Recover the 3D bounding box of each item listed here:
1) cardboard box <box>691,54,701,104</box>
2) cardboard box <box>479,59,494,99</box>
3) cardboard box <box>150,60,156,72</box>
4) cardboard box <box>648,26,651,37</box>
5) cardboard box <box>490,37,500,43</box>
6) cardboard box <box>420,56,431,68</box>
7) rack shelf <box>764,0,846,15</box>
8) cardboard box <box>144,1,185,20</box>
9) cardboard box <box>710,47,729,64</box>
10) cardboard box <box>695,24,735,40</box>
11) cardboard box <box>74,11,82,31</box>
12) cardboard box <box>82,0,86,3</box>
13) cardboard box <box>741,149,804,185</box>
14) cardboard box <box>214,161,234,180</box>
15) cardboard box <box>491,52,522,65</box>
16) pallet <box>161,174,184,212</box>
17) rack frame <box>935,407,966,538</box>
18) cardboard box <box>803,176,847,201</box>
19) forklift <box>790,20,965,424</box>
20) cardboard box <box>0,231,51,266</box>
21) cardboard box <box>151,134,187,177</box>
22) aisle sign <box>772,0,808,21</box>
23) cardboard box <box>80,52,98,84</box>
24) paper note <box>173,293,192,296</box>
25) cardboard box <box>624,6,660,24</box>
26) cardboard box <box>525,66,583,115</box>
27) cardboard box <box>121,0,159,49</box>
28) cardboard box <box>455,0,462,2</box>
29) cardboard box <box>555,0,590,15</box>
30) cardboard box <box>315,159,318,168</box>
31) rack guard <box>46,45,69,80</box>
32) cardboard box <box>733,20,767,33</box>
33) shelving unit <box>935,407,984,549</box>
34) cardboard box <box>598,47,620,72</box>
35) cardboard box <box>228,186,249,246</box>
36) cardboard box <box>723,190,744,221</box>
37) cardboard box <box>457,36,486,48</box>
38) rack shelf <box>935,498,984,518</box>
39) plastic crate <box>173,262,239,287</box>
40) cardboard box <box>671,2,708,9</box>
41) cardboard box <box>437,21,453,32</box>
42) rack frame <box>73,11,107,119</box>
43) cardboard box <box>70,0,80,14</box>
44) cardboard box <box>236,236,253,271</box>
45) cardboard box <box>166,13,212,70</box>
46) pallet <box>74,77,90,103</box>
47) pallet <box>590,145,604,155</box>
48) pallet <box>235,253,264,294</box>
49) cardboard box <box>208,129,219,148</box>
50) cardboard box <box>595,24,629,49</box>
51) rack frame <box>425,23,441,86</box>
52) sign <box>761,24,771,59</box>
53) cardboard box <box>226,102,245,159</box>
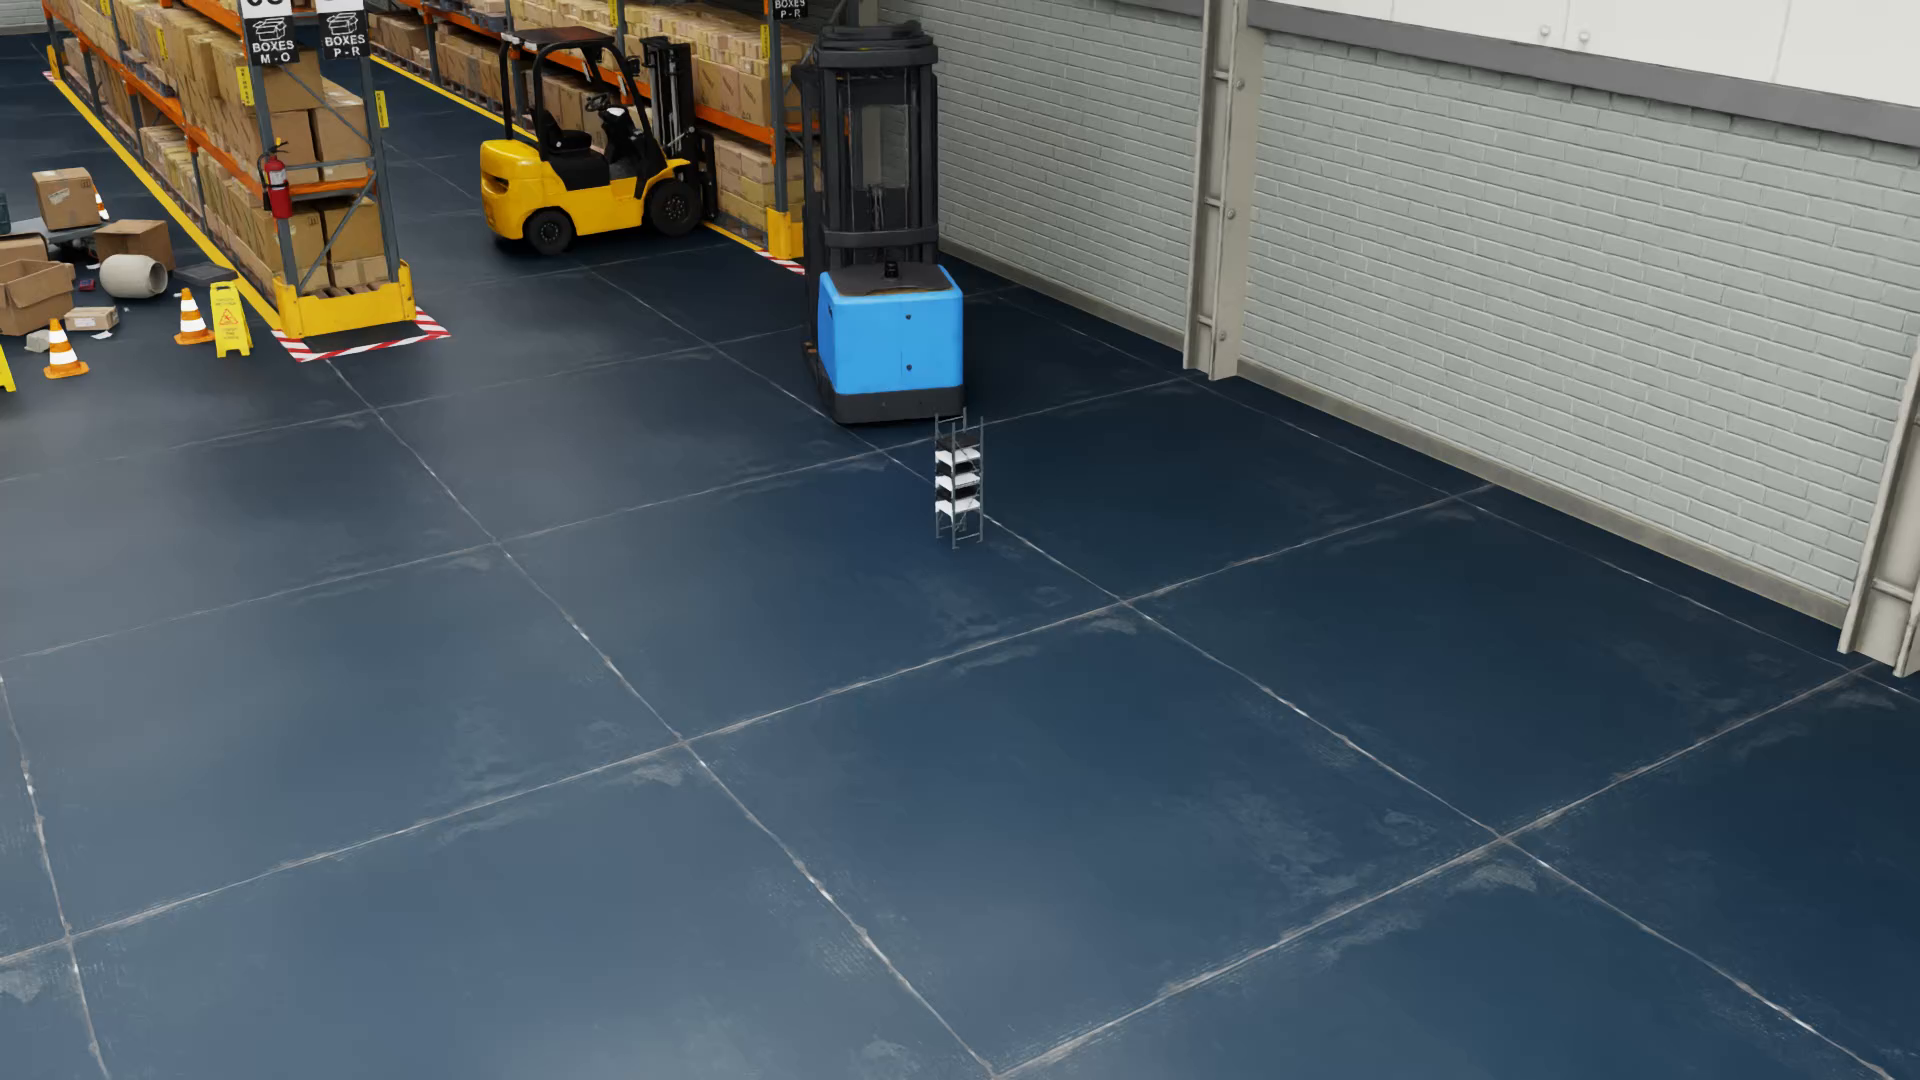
[{"bbox_3d":[-2.817,-5.210,18.654,0.500,0.500,0.500,-15,29,-29],"label":"cardboard box"},{"bbox_3d":[-6.820,-6.891,24.771,0.500,0.500,0.500,-14,29,-27],"label":"cardboard box"},{"bbox_3d":[-9.150,-5.532,19.257,0.380,0.149,0.250,-15,29,-28],"label":"cardboard box"},{"bbox_3d":[-3.411,-5.916,19.392,0.380,0.149,0.250,-16,29,-30],"label":"cardboard box"},{"bbox_3d":[-7.043,-7.708,25.740,0.380,0.149,0.250,-15,29,-28],"label":"cardboard box"},{"bbox_3d":[-8.590,-7.825,27.159,0.380,0.149,0.250,-17,30,-31],"label":"cardboard box"},{"bbox_3d":[-2.581,-6.248,18.300,1.077,0.370,4.000,-16,29,-30],"label":"rack shelf"},{"bbox_3d":[-8.827,-5.885,18.486,0.380,0.149,0.250,-17,30,-32],"label":"cardboard box"},{"bbox_3d":[-2.479,-5.266,18.014,0.380,0.149,0.250,-17,30,-31],"label":"cardboard box"},{"bbox_3d":[-2.704,-5.601,18.375,0.380,0.149,0.250,-15,29,-29],"label":"cardboard box"},{"bbox_3d":[-12.178,-7.349,23.479,0.500,0.250,0.500,-16,30,-31],"label":"cardboard box"},{"bbox_3d":[-11.625,-7.553,22.447,0.500,0.500,0.500,-16,30,-31],"label":"cardboard box"},{"bbox_3d":[-2.002,-3.992,17.750,0.500,0.250,0.500,-14,29,-28],"label":"cardboard box"},{"bbox_3d":[-7.284,-3.741,16.752,0.380,0.149,0.250,-14,29,-27],"label":"cardboard box"},{"bbox_3d":[-6.620,-7.028,24.300,0.380,0.149,0.250,-17,30,-31],"label":"cardboard box"},{"bbox_3d":[-8.926,-4.228,19.959,1.003,0.211,1.213,-16,29,-30],"label":"pallet"},{"bbox_3d":[-0.060,-0.446,11.141,0.240,0.900,0.006,-16,29,-30],"label":"rack frame"},{"bbox_3d":[-1.572,-3.890,18.121,0.500,0.250,0.500,-15,29,-29],"label":"cardboard box"},{"bbox_3d":[-0.774,-2.840,13.832,1.130,2.935,3.031,-5,26,-11],"label":"forklift"},{"bbox_3d":[-9.244,-2.646,16.108,0.797,0.637,0.503,-16,29,-30],"label":"cardboard box"},{"bbox_3d":[-9.304,-4.740,20.363,0.950,0.372,0.625,-16,30,-31],"label":"cardboard box"},{"bbox_3d":[-1.700,-5.585,16.522,0.394,0.787,0.004,-16,29,-30],"label":"aisle sign"},{"bbox_3d":[-12.939,-7.236,25.574,0.875,0.438,0.875,-17,30,-31],"label":"cardboard box"},{"bbox_3d":[-7.640,-2.419,16.339,0.148,0.019,0.142,18,31,33],"label":"paper note"},{"bbox_3d":[-3.748,-6.222,19.691,0.380,0.149,0.250,-15,29,-29],"label":"cardboard box"},{"bbox_3d":[-5.528,-6.252,23.271,0.875,0.625,0.625,-15,29,-28],"label":"cardboard box"},{"bbox_3d":[-9.671,-6.175,19.858,0.500,0.500,0.500,-14,29,-27],"label":"cardboard box"},{"bbox_3d":[-7.252,-8.337,24.788,0.700,0.500,0.500,-16,29,-30],"label":"cardboard box"},{"bbox_3d":[-4.978,-6.868,21.408,0.380,0.149,0.250,-16,30,-31],"label":"cardboard box"},{"bbox_3d":[-5.808,-3.486,15.416,0.380,0.149,0.250,-15,29,-29],"label":"cardboard box"},{"bbox_3d":[-14.394,-7.944,27.493,1.175,0.500,0.348,-16,29,-30],"label":"rack guard"},{"bbox_3d":[-2.314,-5.704,18.594,0.380,0.149,0.250,-15,29,-29],"label":"cardboard box"},{"bbox_3d":[-0.004,-0.410,11.064,0.258,0.900,0.210,-16,29,-30],"label":"shelving unit"},{"bbox_3d":[-4.167,-5.983,20.587,0.500,0.250,0.500,-15,29,-28],"label":"cardboard box"},{"bbox_3d":[-6.859,-3.223,16.413,0.500,0.500,0.500,-16,30,-31],"label":"cardboard box"},{"bbox_3d":[-2.274,-3.722,18.350,0.500,0.250,0.500,-16,29,-30],"label":"cardboard box"},{"bbox_3d":[-7.541,-7.691,25.704,0.380,0.149,0.250,-16,30,-30],"label":"cardboard box"},{"bbox_3d":[-0.004,-0.217,11.155,0.258,0.077,0.200,-16,29,-30],"label":"rack shelf"},{"bbox_3d":[-7.660,-2.701,16.878,0.583,0.080,0.402,18,31,33],"label":"plastic crate"},{"bbox_3d":[-3.246,-6.361,19.986,0.380,0.149,0.250,-15,29,-29],"label":"cardboard box"},{"bbox_3d":[-8.017,-8.105,26.232,0.380,0.149,0.250,-16,30,-30],"label":"cardboard box"},{"bbox_3d":[-12.197,-7.635,23.910,1.000,3.000,0.127,-16,29,-30],"label":"rack frame"},{"bbox_3d":[-12.193,-7.570,23.363,0.500,0.250,0.500,-16,30,-31],"label":"cardboard box"},{"bbox_3d":[-6.879,-2.889,16.585,0.500,0.250,0.500,-17,30,-31],"label":"cardboard box"},{"bbox_3d":[-7.511,-5.010,16.712,0.700,0.500,0.500,-15,29,-29],"label":"cardboard box"},{"bbox_3d":[-13.217,-7.101,26.046,1.003,0.211,1.213,-16,29,-30],"label":"pallet"},{"bbox_3d":[-4.108,-4.925,21.436,1.003,0.211,1.213,-16,29,-30],"label":"pallet"},{"bbox_3d":[-6.763,-2.844,17.027,1.003,0.211,1.213,-16,29,-30],"label":"pallet"},{"bbox_3d":[-7.236,-4.013,16.532,0.380,0.149,0.250,-15,29,-29],"label":"cardboard box"},{"bbox_3d":[-4.155,-6.206,20.473,0.500,0.250,0.500,-16,30,-31],"label":"cardboard box"},{"bbox_3d":[-8.040,-8.793,26.363,1.000,3.000,0.127,-16,29,-30],"label":"rack frame"},{"bbox_3d":[-1.952,-5.011,16.716,0.100,0.325,0.005,-16,29,-30],"label":"sign"},{"bbox_3d":[-6.443,-3.833,15.390,0.500,0.500,0.500,-15,29,-29],"label":"cardboard box"}]
